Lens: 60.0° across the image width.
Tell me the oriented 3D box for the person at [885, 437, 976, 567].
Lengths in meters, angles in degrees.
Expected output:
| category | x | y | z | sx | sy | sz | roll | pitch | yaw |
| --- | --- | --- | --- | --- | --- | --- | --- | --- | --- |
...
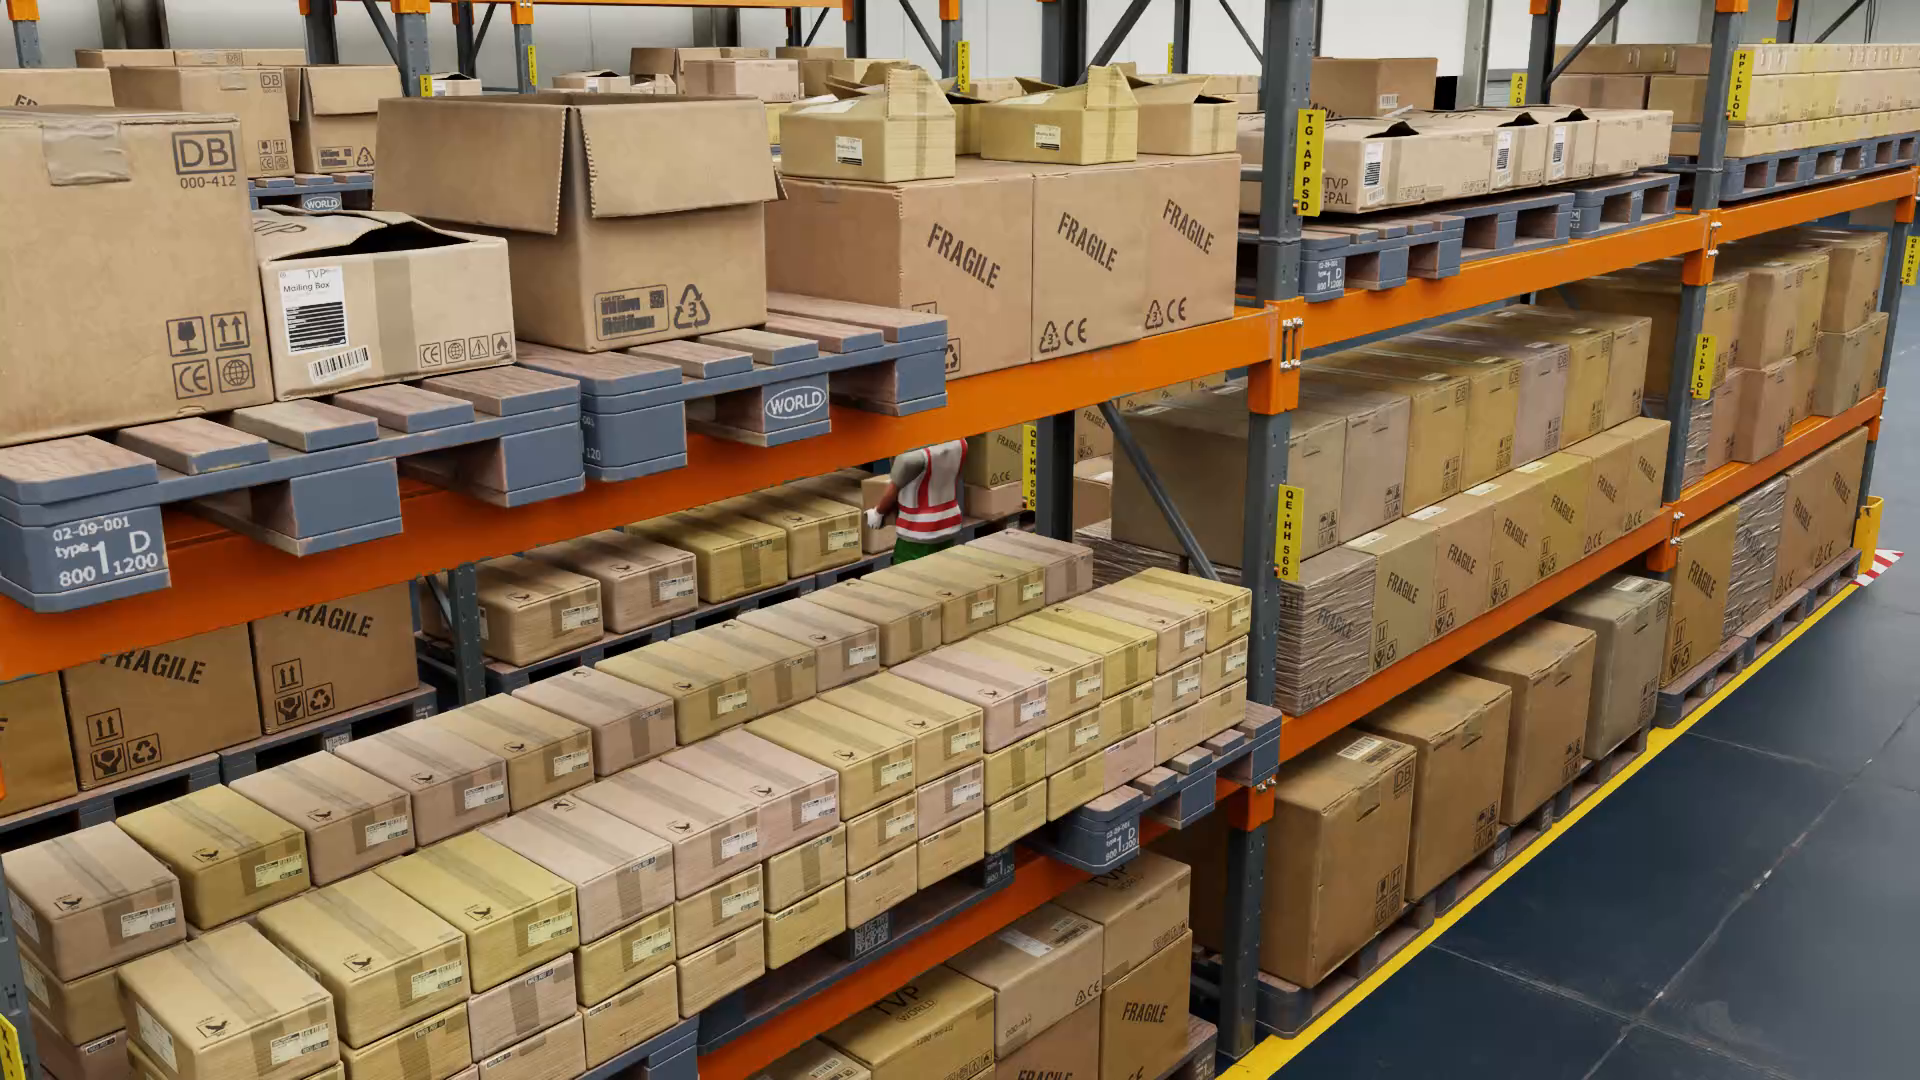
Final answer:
| category | x | y | z | sx | sy | sz | roll | pitch | yaw |
| --- | --- | --- | --- | --- | --- | --- | --- | --- | --- |
| person | -0.230 | -0.053 | 9.640 | 0.563 | 1.789 | 0.638 | 14 | 22 | 40 |
